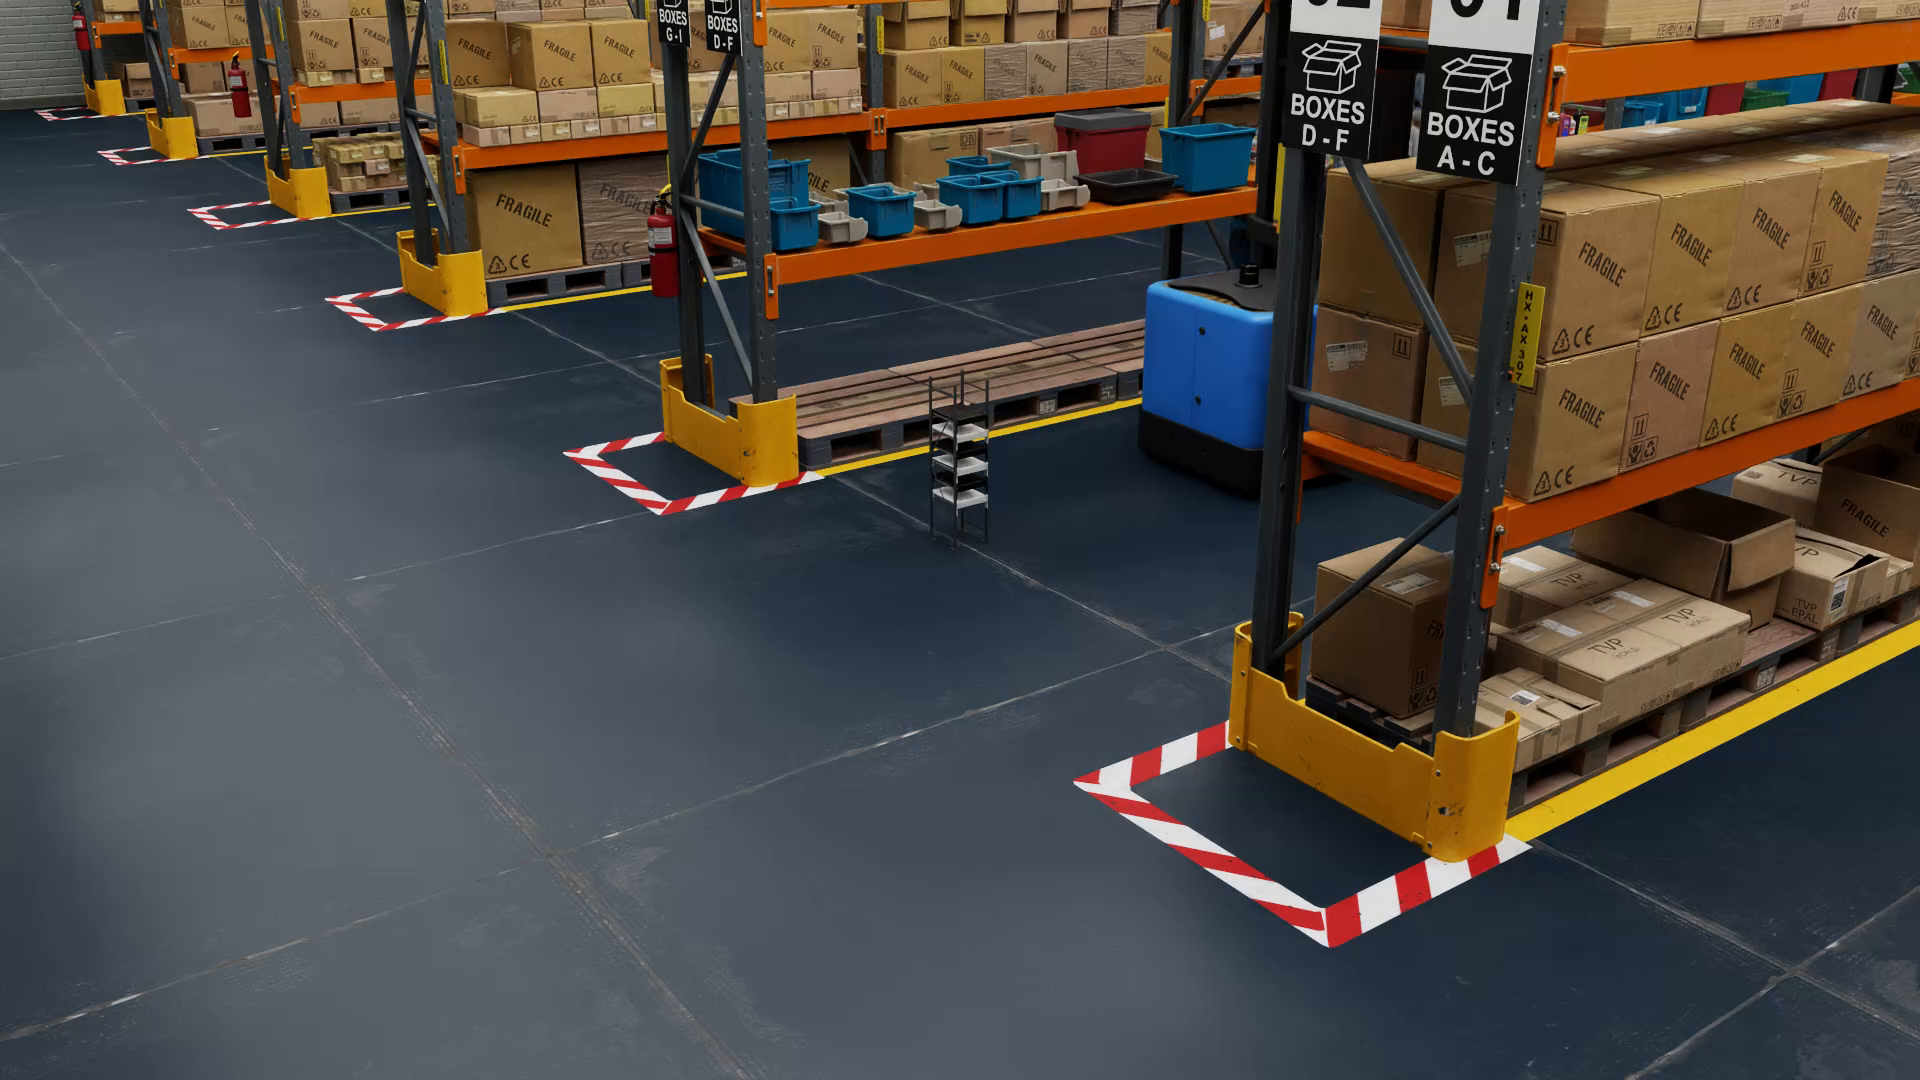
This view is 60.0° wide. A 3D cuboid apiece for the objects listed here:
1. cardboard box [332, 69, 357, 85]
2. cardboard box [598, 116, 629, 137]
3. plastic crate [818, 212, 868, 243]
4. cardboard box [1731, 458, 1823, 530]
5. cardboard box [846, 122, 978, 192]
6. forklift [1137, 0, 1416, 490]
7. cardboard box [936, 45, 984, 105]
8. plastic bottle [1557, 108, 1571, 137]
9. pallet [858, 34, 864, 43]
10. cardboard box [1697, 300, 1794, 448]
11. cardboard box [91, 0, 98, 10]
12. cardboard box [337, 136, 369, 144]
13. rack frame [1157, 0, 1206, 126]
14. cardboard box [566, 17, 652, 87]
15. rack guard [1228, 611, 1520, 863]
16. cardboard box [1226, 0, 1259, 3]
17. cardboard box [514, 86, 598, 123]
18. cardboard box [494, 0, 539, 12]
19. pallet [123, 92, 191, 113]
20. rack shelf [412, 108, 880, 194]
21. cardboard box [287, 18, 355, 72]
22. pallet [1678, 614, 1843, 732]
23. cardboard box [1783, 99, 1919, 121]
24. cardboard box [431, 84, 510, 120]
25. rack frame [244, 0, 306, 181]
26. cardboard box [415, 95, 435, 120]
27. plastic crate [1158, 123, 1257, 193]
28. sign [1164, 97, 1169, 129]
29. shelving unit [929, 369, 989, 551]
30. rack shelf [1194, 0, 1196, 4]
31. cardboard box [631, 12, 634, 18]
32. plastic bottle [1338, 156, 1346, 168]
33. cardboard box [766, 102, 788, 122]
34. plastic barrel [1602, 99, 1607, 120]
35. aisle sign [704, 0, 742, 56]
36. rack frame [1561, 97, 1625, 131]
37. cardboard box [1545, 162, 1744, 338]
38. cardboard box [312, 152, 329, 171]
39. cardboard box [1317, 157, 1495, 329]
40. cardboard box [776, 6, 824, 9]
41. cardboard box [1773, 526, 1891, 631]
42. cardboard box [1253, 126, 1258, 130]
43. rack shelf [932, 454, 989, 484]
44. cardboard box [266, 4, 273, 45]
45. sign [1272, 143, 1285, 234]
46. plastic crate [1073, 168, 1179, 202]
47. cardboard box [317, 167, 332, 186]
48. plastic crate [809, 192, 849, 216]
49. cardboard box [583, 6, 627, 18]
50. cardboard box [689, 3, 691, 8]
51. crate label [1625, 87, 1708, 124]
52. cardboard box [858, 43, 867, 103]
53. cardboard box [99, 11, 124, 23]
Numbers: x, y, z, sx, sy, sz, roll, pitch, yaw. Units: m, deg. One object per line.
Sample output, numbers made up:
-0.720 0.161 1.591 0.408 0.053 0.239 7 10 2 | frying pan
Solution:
-6.466 -4.836 17.307 0.250 0.149 0.380 -14 26 -31 | cardboard box
-2.975 -3.483 13.917 0.250 0.149 0.380 -16 27 -34 | cardboard box
-0.694 -1.814 9.669 0.298 0.136 0.250 -15 26 -33 | plastic crate
4.274 -0.214 8.419 0.500 0.311 0.500 -15 26 -33 | cardboard box
-0.534 -3.618 16.216 0.875 0.875 1.225 -15 26 -33 | cardboard box
2.595 -2.032 10.034 3.031 2.935 1.130 -14 26 -31 | forklift
-0.115 -4.445 15.854 0.500 0.500 0.500 -15 26 -33 | cardboard box
4.832 -3.321 13.329 0.133 0.283 0.061 -15 26 -33 | plastic bottle
-1.126 -6.370 21.070 1.003 0.211 1.213 -15 26 -33 | pallet
2.833 -0.702 6.475 0.500 0.500 0.500 -15 26 -33 | cardboard box
-12.760 -8.121 25.002 0.500 0.250 0.500 -14 26 -31 | cardboard box
-6.584 -4.289 18.074 0.250 0.149 0.380 -14 26 -32 | cardboard box
2.205 -5.131 17.707 0.127 3.000 1.000 -15 26 -33 | rack frame
-2.918 -4.061 13.815 0.500 0.500 0.500 -16 27 -34 | cardboard box
1.556 0.726 6.402 0.348 0.500 1.175 -15 26 -33 | rack guard
3.871 -7.871 24.372 0.550 0.550 0.875 -15 26 -33 | cardboard box
-3.323 -3.605 13.684 0.500 0.250 0.500 -15 26 -33 | cardboard box
-4.920 -6.025 18.063 0.500 0.500 0.500 -14 26 -31 | cardboard box
-12.270 -6.767 25.571 1.213 0.211 1.003 -15 26 -33 | pallet
-2.665 -3.498 14.586 4.000 0.370 1.077 -15 26 -33 | rack shelf
-6.577 -5.112 17.124 0.500 0.500 0.500 -14 25 -30 | cardboard box
3.192 0.425 7.546 1.213 0.211 1.003 -15 26 -33 | pallet
4.194 -1.778 7.820 0.500 0.500 0.500 -14 26 -31 | cardboard box
-4.050 -3.653 13.804 0.500 0.250 0.500 -15 26 -34 | cardboard box
-7.103 -4.913 17.162 0.127 3.000 1.000 -15 26 -33 | rack frame
-7.401 -6.148 23.146 0.875 0.438 0.875 -15 26 -34 | cardboard box
1.671 -2.592 11.285 0.575 0.384 0.392 -15 26 -33 | plastic crate
1.531 -3.070 12.168 0.005 0.325 0.100 -15 26 -33 | sign
-0.007 -0.416 8.725 0.210 0.900 0.258 -15 26 -33 | shelving unit
3.475 -4.267 12.466 4.000 0.370 1.077 -15 26 -33 | rack shelf
-4.665 -7.636 24.187 0.500 0.250 0.500 -15 26 -33 | cardboard box
2.746 -2.782 11.989 0.135 0.276 0.152 -15 26 -33 | plastic bottle
-1.724 -3.817 14.753 0.250 0.149 0.380 -14 26 -32 | cardboard box
5.808 -3.980 14.671 0.421 0.512 0.421 0 22 0 | plastic barrel
-1.281 -3.012 8.889 0.004 0.787 0.394 -15 26 -33 | aisle sign
5.098 -3.641 13.973 0.127 3.000 1.000 -15 26 -33 | rack frame
2.428 -1.061 6.025 0.500 0.500 0.500 -15 26 -32 | cardboard box
-6.841 -4.123 18.059 0.250 0.149 0.380 -16 27 -34 | cardboard box
1.695 -1.108 6.142 0.500 0.500 0.500 -15 26 -33 | cardboard box
-1.580 -4.655 15.304 0.500 0.500 0.500 -15 26 -33 | cardboard box
3.835 0.131 7.554 0.500 0.311 0.500 -15 26 -33 | cardboard box
3.180 -4.449 18.778 0.500 0.500 0.700 -18 28 -37 | cardboard box
-0.007 -0.385 8.738 0.200 0.077 0.258 -15 26 -33 | rack shelf
-8.701 -6.667 21.422 0.500 0.500 0.500 -15 26 -33 | cardboard box
1.186 -1.274 6.053 0.005 0.325 0.100 -15 26 -33 | sign
1.099 -2.352 11.034 0.590 0.125 0.437 -15 26 -33 | plastic crate
-6.798 -3.961 18.056 0.250 0.149 0.380 -14 26 -32 | cardboard box
-0.840 -2.046 10.250 0.243 0.136 0.396 -15 26 -33 | plastic crate
-4.084 -5.774 18.783 0.500 0.500 0.500 -15 26 -33 | cardboard box
-3.268 -6.081 19.057 0.250 0.149 0.380 -13 25 -30 | cardboard box
6.062 -3.791 14.302 0.616 0.435 0.502 -15 26 -33 | crate label
-0.821 -4.495 15.979 0.500 0.500 0.500 -15 26 -33 | cardboard box
-12.551 -7.745 24.598 0.250 0.149 0.380 -15 26 -33 | cardboard box
